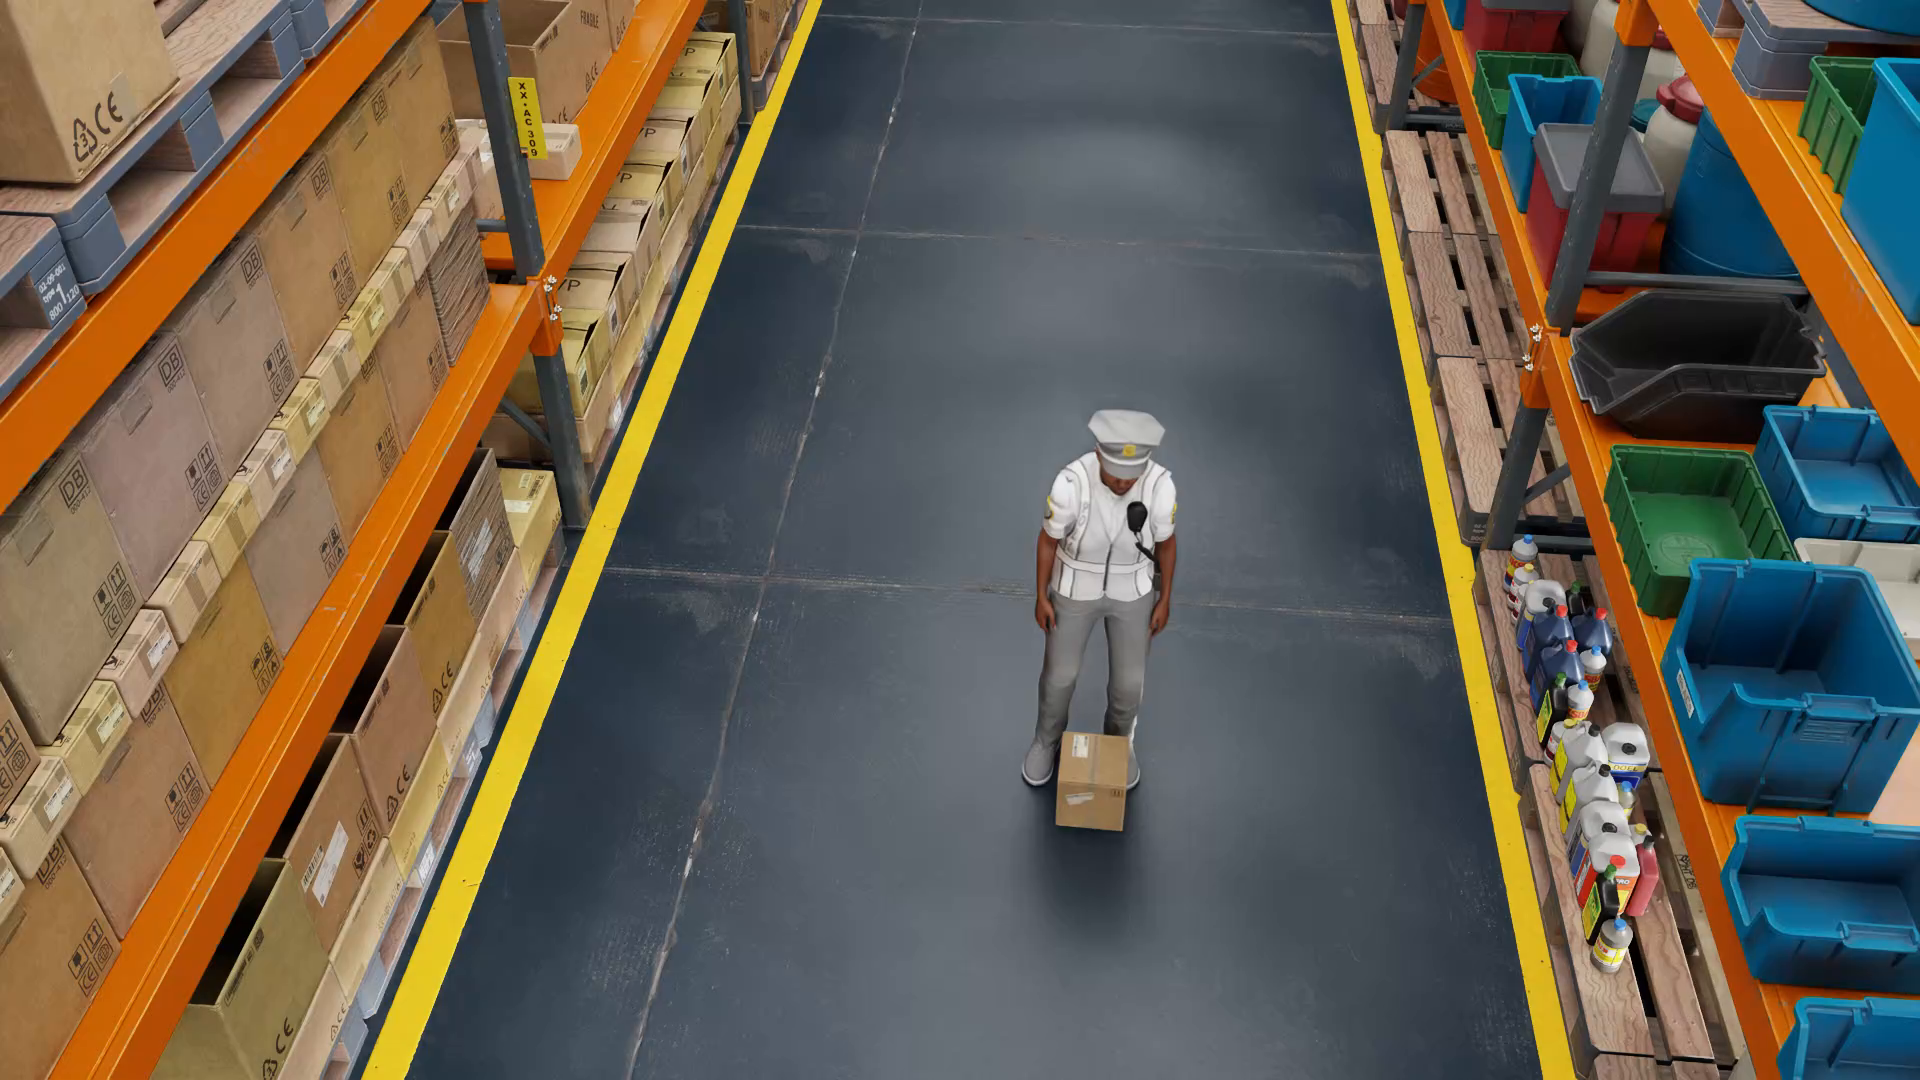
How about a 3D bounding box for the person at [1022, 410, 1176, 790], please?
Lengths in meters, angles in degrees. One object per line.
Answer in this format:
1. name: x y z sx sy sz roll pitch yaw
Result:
1. person: 0.499 0.211 5.908 0.509 1.658 0.396 3 40 4
